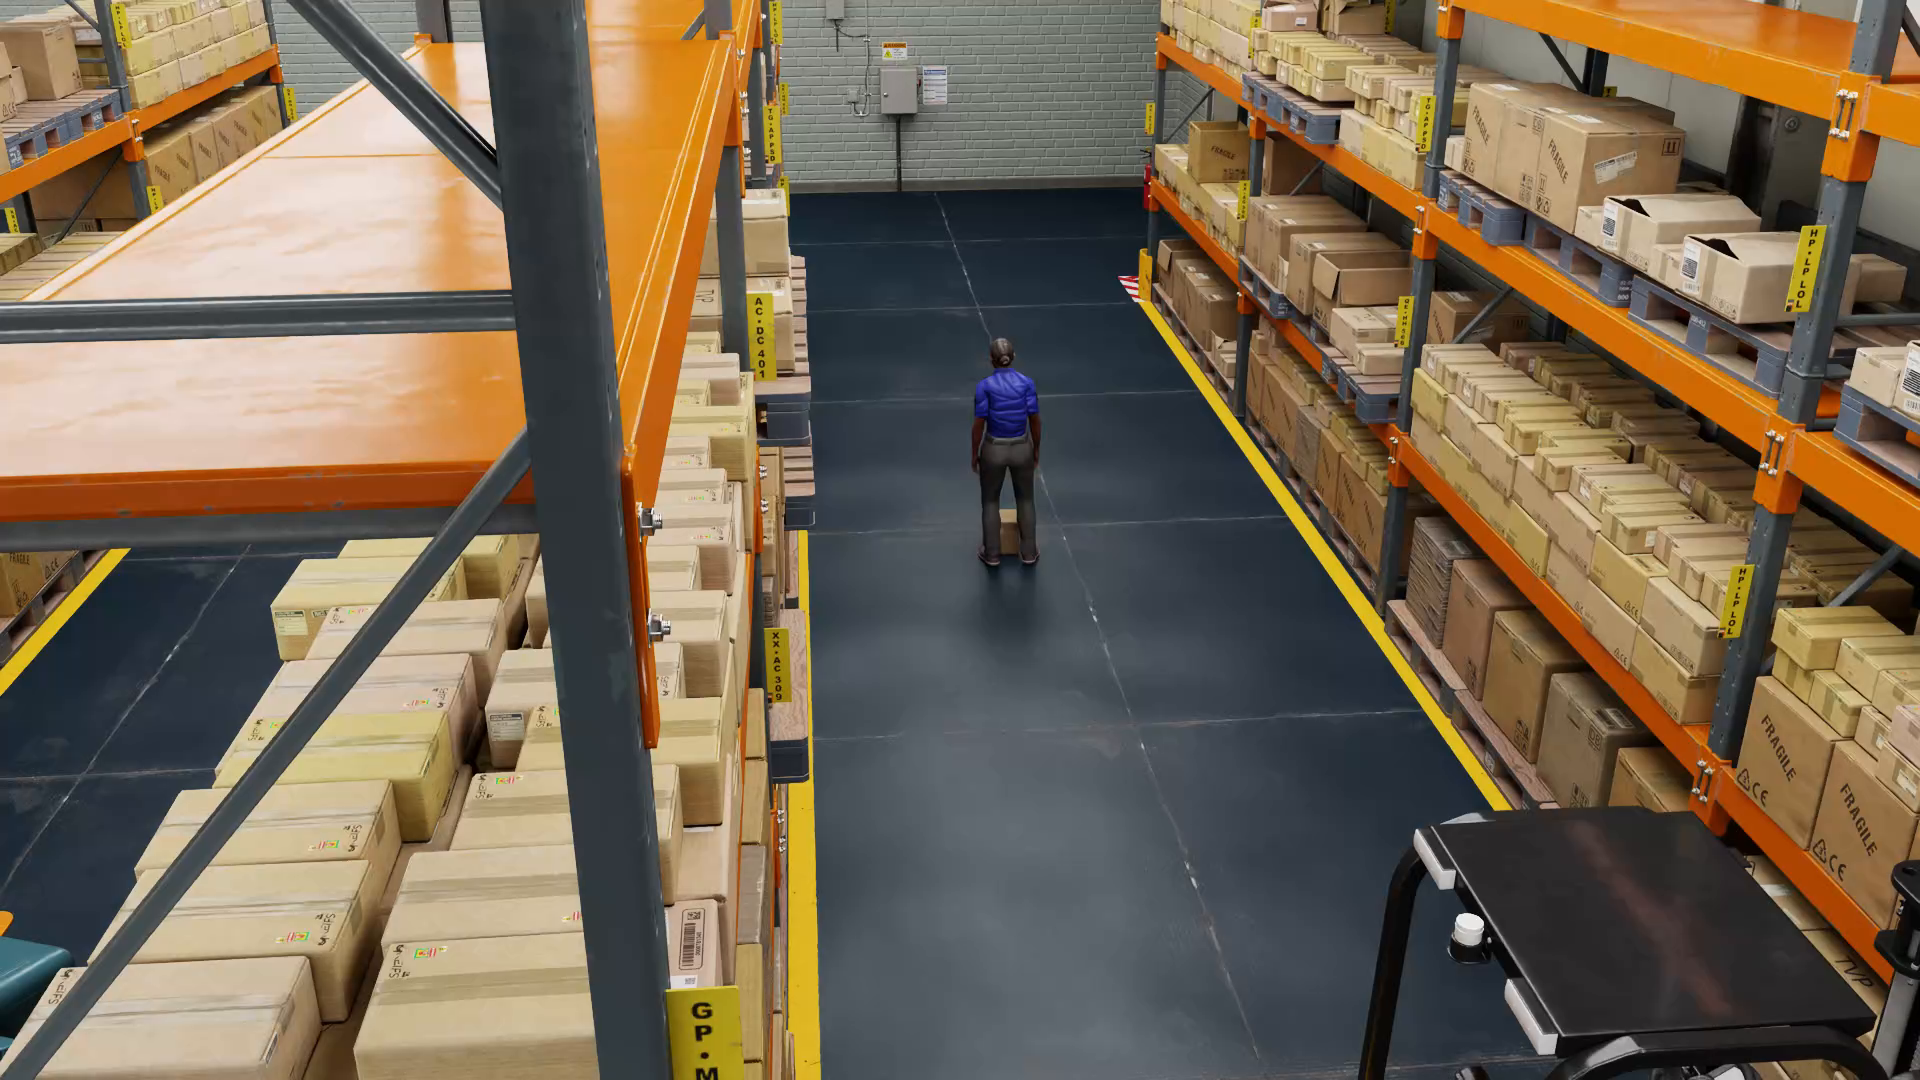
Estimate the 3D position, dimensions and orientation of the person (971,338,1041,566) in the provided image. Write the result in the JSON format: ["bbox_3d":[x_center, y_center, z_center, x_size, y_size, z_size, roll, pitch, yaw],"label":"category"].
[{"bbox_3d":[0.332,-0.609,11.690,0.524,1.653,0.352,-4,24,-8],"label":"person"}]
